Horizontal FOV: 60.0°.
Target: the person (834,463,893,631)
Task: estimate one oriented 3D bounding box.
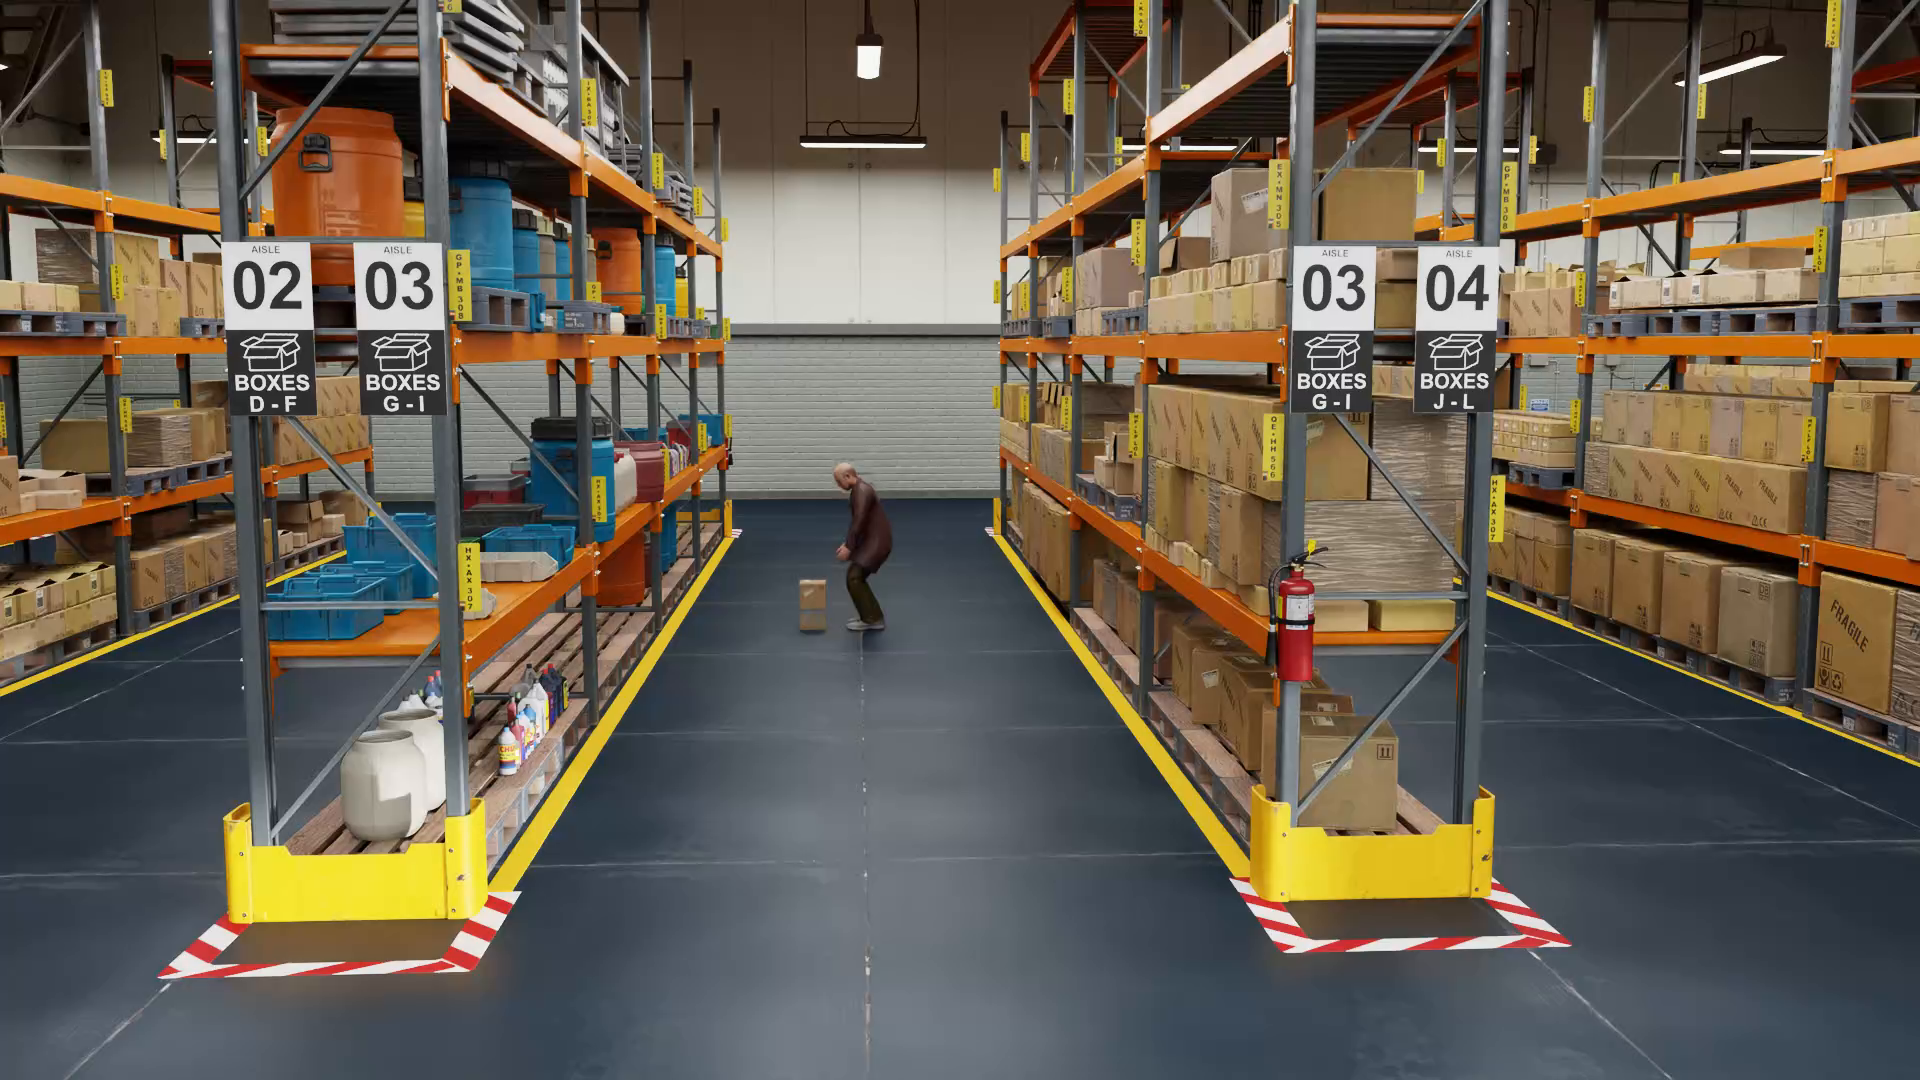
[{"bbox_3d":[-0.930,0.063,16.060,0.564,1.601,0.620,0,7,-3],"label":"person"}]
